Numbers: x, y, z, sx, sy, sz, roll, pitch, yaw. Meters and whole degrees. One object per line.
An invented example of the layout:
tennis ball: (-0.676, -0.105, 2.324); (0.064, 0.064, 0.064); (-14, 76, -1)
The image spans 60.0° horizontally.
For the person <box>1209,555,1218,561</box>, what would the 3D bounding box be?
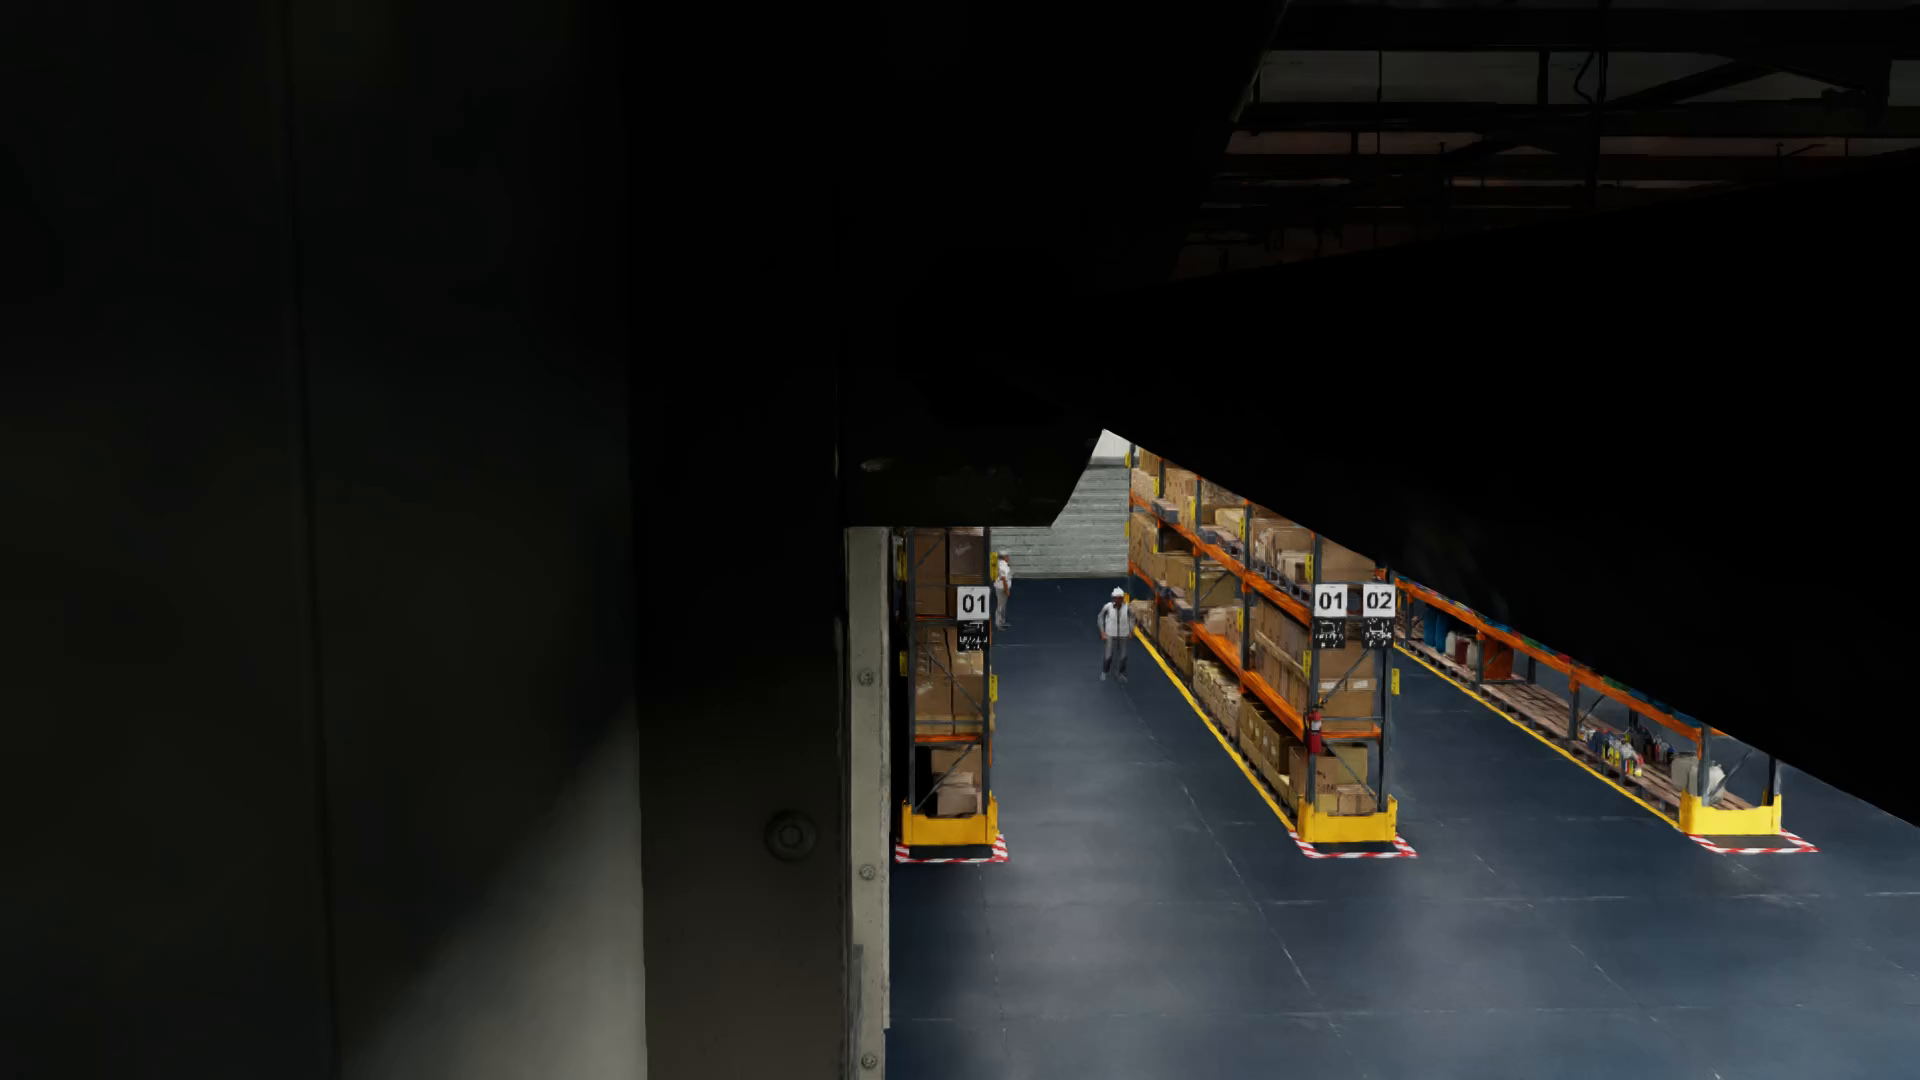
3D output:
person: (5.844, 0.585, 38.732); (0.479, 1.564, 1.090); (0, 7, 0)

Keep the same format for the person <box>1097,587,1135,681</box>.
person: (2.796, 1.681, 29.732); (0.677, 1.726, 0.574); (-1, 7, -4)

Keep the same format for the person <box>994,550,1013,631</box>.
person: (0.903, 1.028, 34.897); (0.387, 1.670, 0.630); (0, 7, -3)

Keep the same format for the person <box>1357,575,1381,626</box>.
person: (8.696, 0.990, 35.365); (0.505, 1.632, 0.912); (2, 8, 14)
